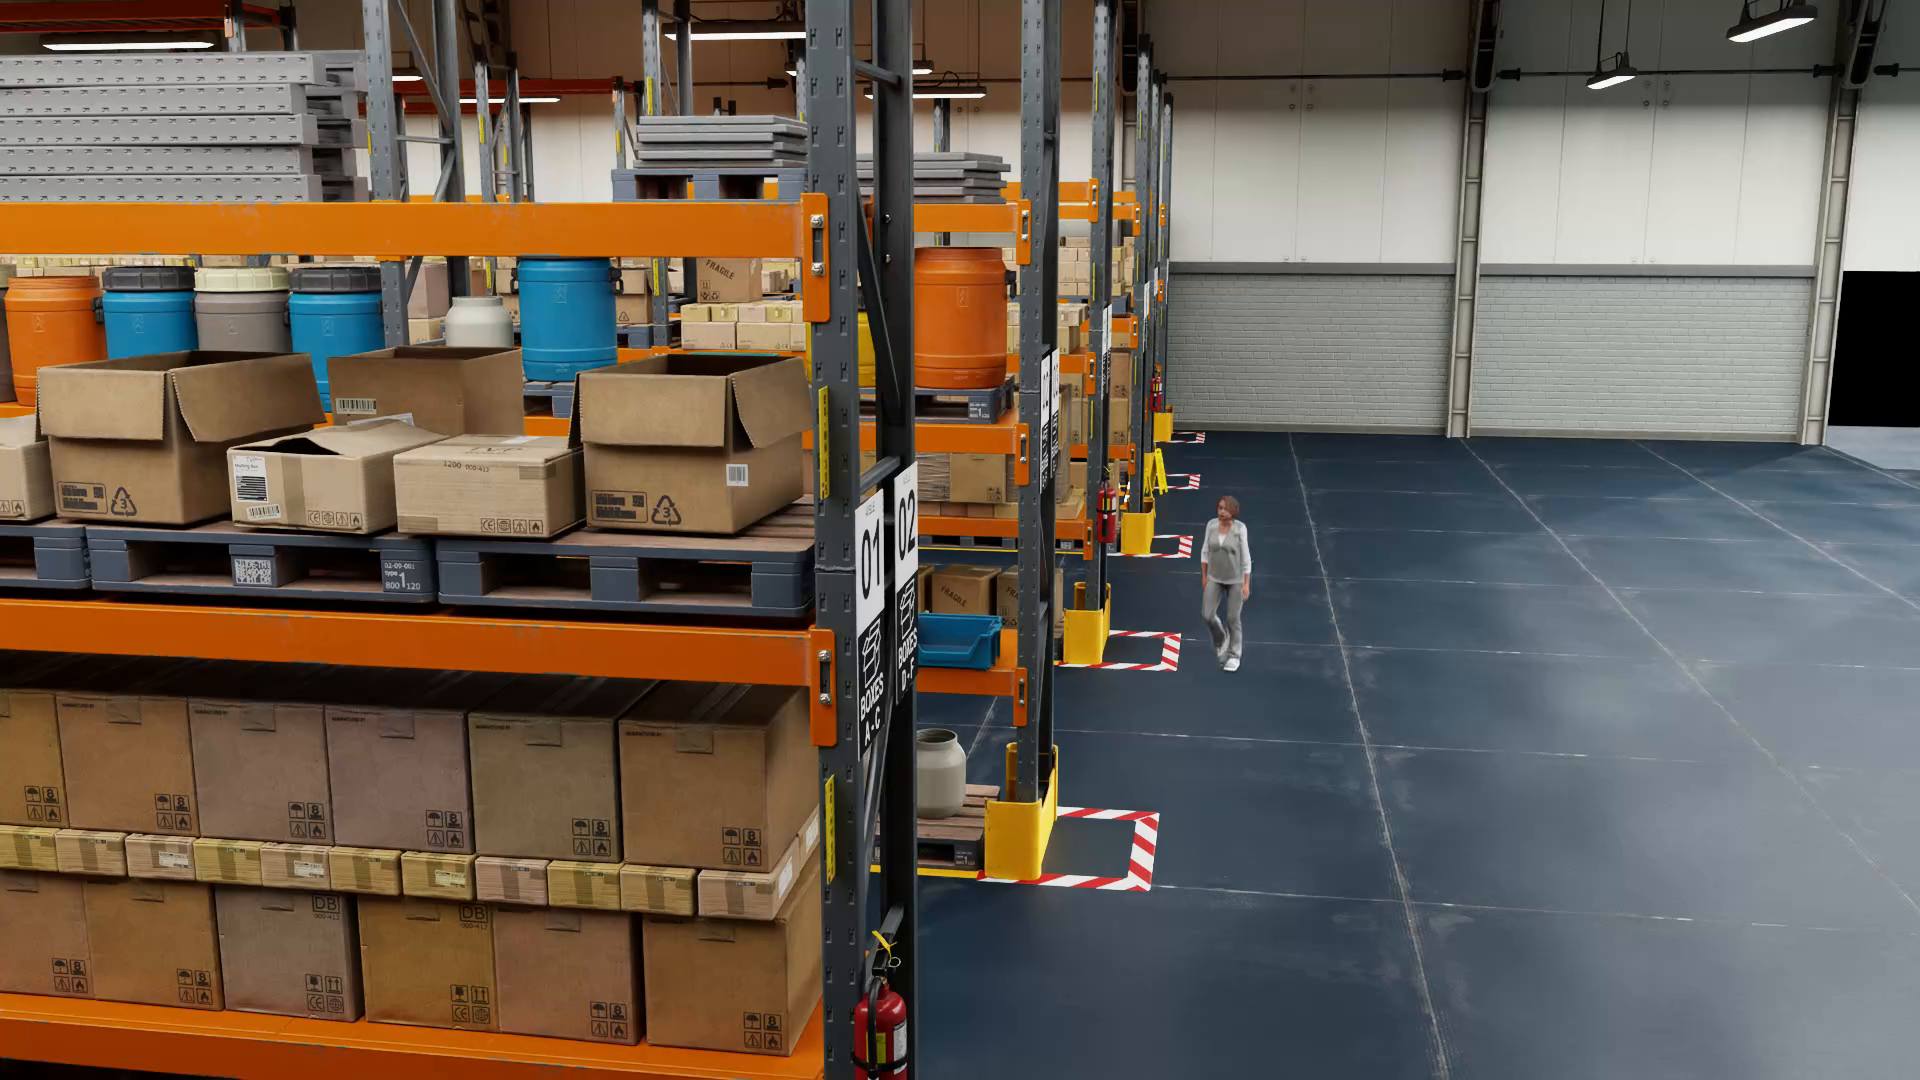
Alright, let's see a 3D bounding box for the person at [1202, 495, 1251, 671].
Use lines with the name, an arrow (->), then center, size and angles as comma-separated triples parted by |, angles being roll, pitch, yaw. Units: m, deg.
person -> 2.358, 0.374, 14.754 | 0.478, 1.587, 0.422 | 5, 13, 25
